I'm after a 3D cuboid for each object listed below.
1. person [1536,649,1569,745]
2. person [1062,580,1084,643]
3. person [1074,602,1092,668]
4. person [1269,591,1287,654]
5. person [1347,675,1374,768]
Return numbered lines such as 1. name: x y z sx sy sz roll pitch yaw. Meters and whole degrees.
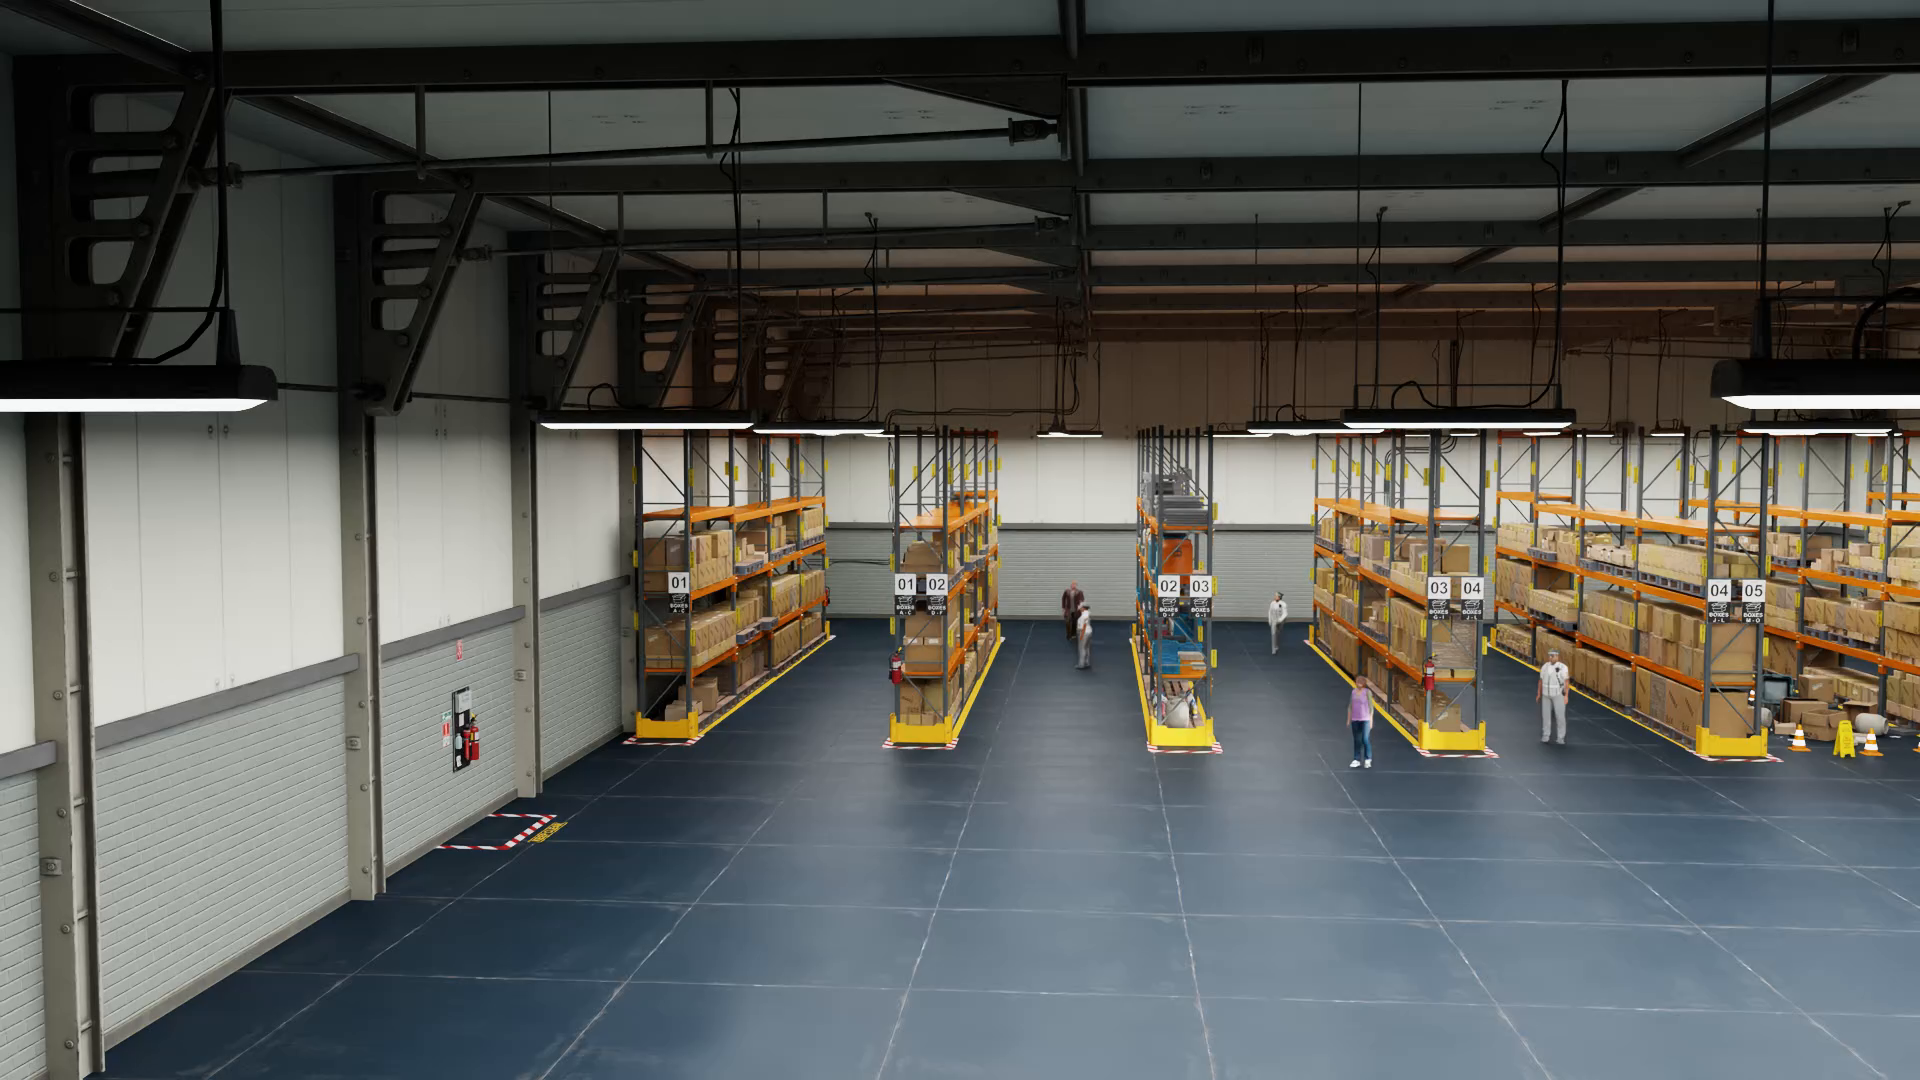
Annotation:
1. person: 11.232 2.945 31.531 0.422 1.786 0.574 -3 5 -44
2. person: 3.218 2.050 47.347 0.653 1.814 0.932 0 3 6
3. person: 3.100 2.388 41.829 0.434 1.666 0.554 1 4 12
4. person: 8.582 2.222 44.853 0.467 1.697 0.897 0 3 7
5. person: 6.999 3.167 29.096 0.451 1.605 0.338 3 5 41
